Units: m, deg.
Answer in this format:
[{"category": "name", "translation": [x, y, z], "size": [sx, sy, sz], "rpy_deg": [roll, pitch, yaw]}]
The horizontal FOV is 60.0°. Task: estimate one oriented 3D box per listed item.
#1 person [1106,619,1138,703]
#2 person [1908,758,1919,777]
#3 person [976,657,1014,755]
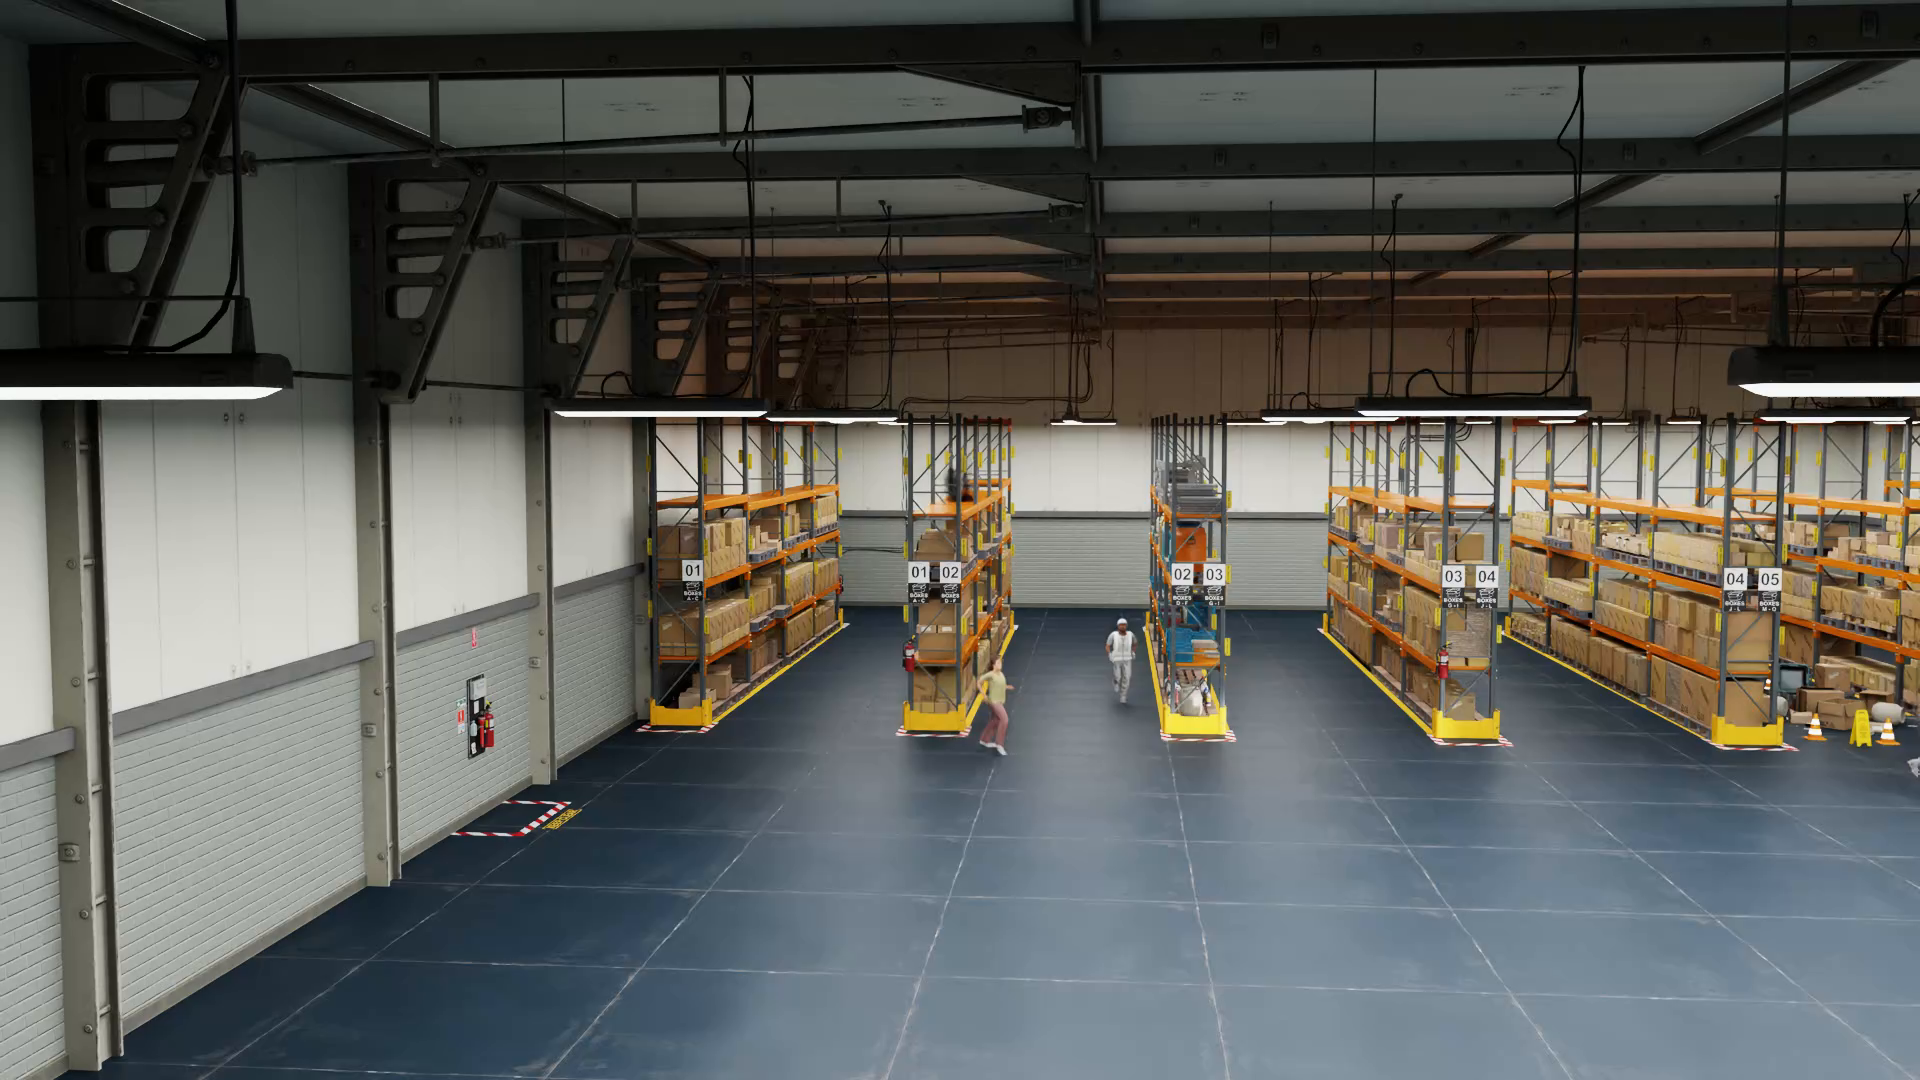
[{"category": "person", "translation": [3.400, 2.512, 34.854], "size": [0.683, 1.743, 0.689], "rpy_deg": [0, 4, -3]}, {"category": "person", "translation": [15.533, 3.122, 26.509], "size": [0.584, 1.674, 0.668], "rpy_deg": [-3, 5, -41]}, {"category": "person", "translation": [0.629, 2.913, 29.354], "size": [0.723, 1.721, 0.547], "rpy_deg": [2, 4, 31]}]
